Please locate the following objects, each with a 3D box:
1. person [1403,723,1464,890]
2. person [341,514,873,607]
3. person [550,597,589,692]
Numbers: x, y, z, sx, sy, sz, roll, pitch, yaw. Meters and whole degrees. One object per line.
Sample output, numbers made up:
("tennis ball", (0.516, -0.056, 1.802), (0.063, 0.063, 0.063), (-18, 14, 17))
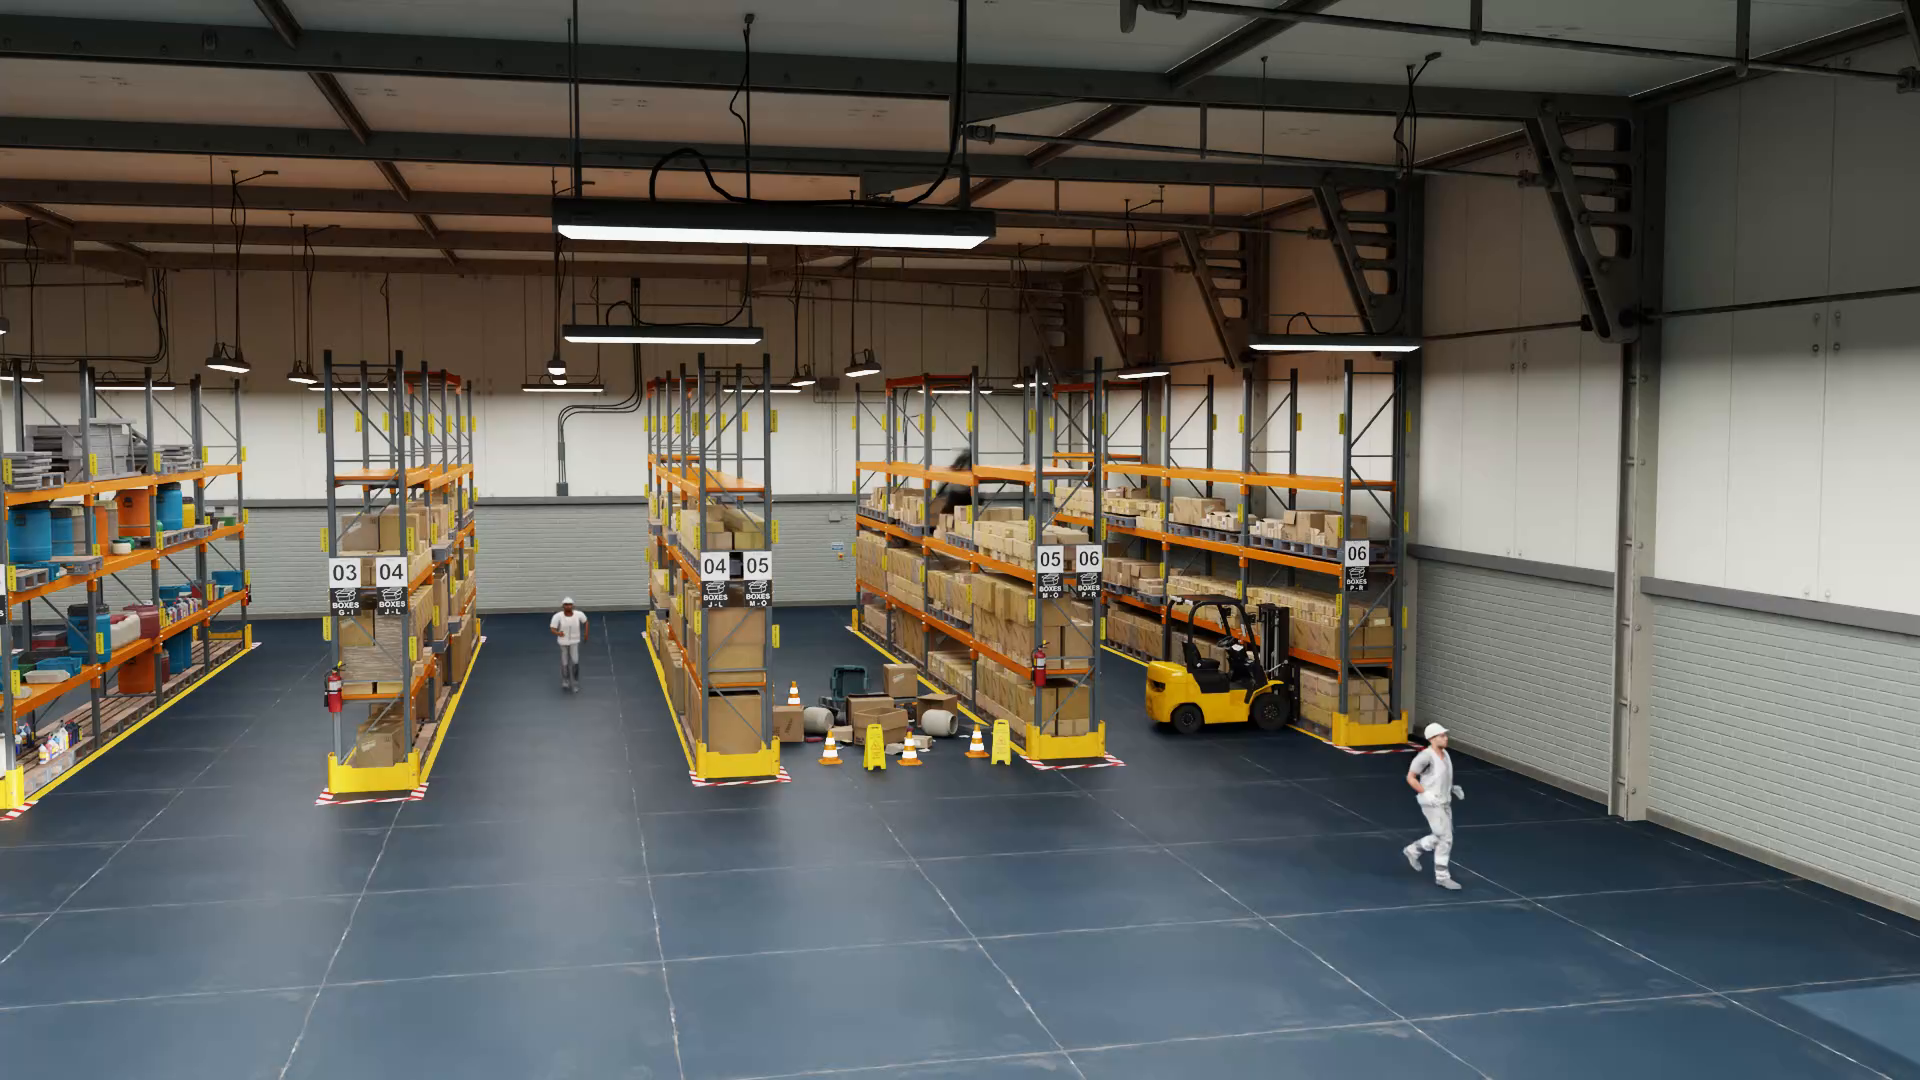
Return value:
("person", (5.116, 2.864, 18.066), (0.740, 1.767, 0.667), (4, 6, 44))
("person", (-5.475, 0.864, 32.937), (3.797, 3.690, 19.138), (1, 4, 10))
("person", (-7.307, 1.975, 31.154), (0.721, 1.821, 0.723), (-1, 4, -16))
